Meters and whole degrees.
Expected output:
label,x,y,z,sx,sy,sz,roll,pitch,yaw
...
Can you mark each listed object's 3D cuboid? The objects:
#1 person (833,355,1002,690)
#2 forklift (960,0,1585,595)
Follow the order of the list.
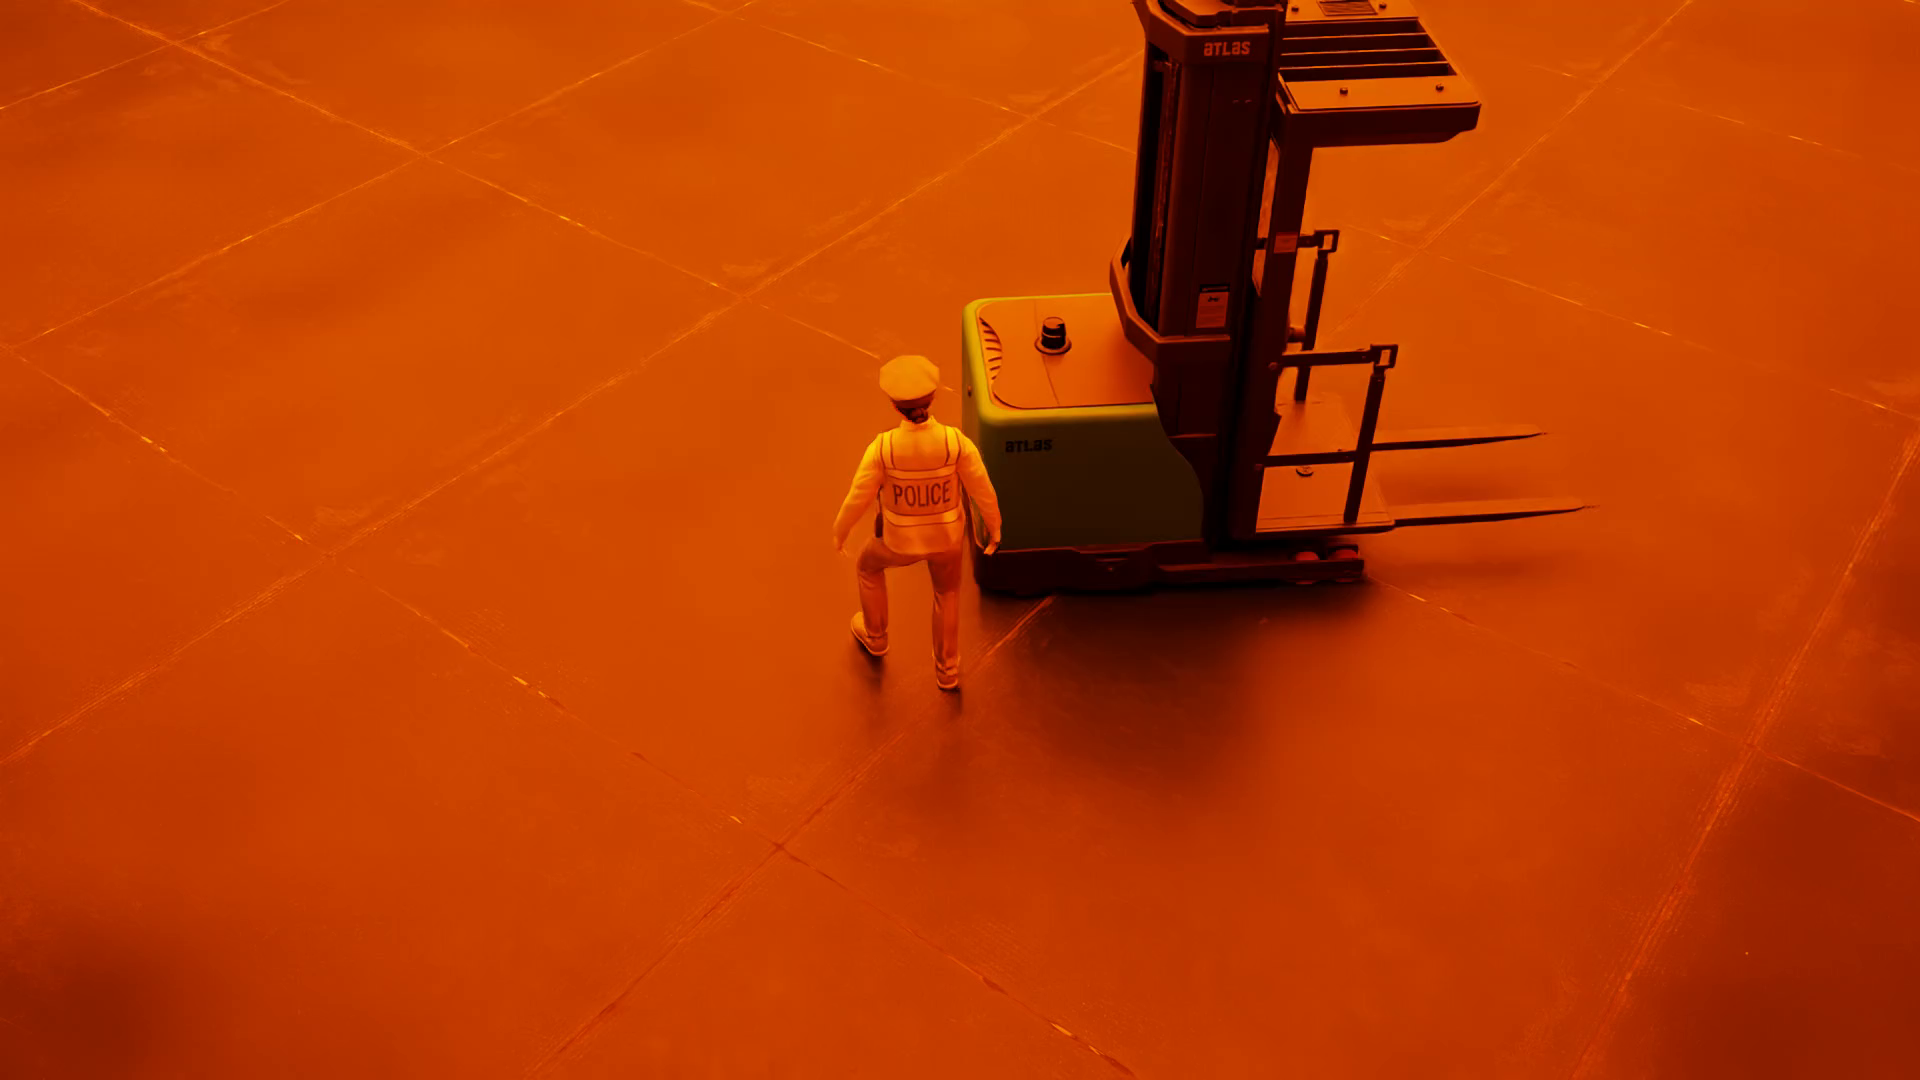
label,x,y,z,sx,sy,sz,roll,pitch,yaw
person,-0.193,-0.082,7.175,0.720,1.634,0.510,-6,41,-7
forklift,1.542,-1.239,7.527,3.031,2.935,1.130,-3,41,-4
